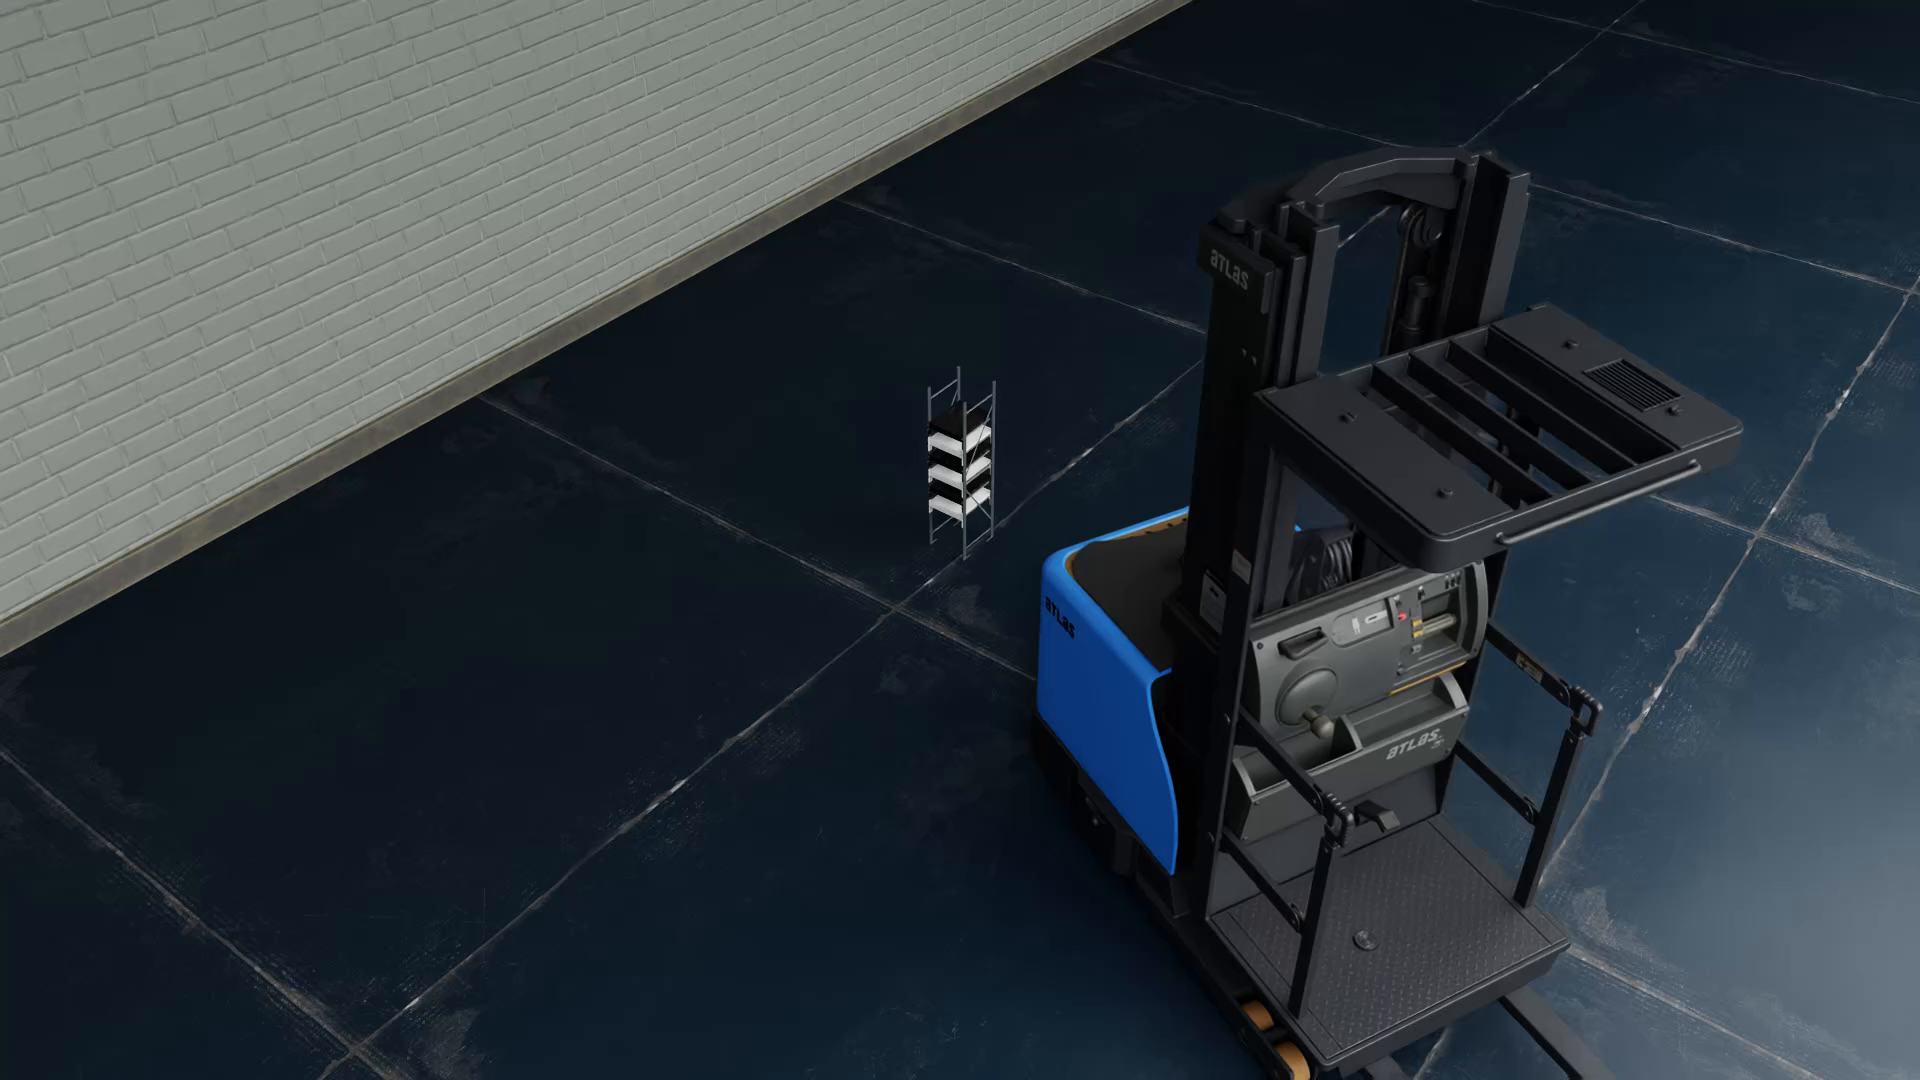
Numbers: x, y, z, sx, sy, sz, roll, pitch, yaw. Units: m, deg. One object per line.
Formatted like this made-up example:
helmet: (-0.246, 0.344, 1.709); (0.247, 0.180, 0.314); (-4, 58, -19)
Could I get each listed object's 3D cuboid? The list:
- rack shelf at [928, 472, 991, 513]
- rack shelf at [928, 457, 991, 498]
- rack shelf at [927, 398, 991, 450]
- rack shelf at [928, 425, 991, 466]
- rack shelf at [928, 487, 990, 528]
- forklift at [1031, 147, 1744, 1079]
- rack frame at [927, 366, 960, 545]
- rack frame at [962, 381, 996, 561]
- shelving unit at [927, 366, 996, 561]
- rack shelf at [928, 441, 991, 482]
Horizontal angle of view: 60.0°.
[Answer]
rack shelf: (0.006, -0.254, 7.905); (0.200, 0.077, 0.258); (25, 45, 29)
rack shelf: (0.006, -0.325, 7.850); (0.200, 0.077, 0.258); (25, 45, 29)
rack shelf: (0.006, -0.538, 7.684); (0.200, 0.077, 0.258); (25, 45, 29)
rack shelf: (0.006, -0.467, 7.739); (0.200, 0.077, 0.258); (25, 45, 29)
rack shelf: (0.006, -0.183, 7.961); (0.200, 0.077, 0.258); (25, 45, 29)
forklift: (1.430, 0.411, 5.208); (1.130, 2.935, 3.031); (-18, 42, -22)
rack frame: (-0.074, -0.389, 7.878); (0.006, 0.900, 0.240); (25, 45, 29)
rack frame: (0.087, -0.313, 7.781); (0.006, 0.900, 0.240); (25, 45, 29)
shelving unit: (0.006, -0.351, 7.829); (0.210, 0.900, 0.258); (25, 45, 29)
rack shelf: (0.006, -0.396, 7.795); (0.200, 0.077, 0.258); (25, 45, 29)
